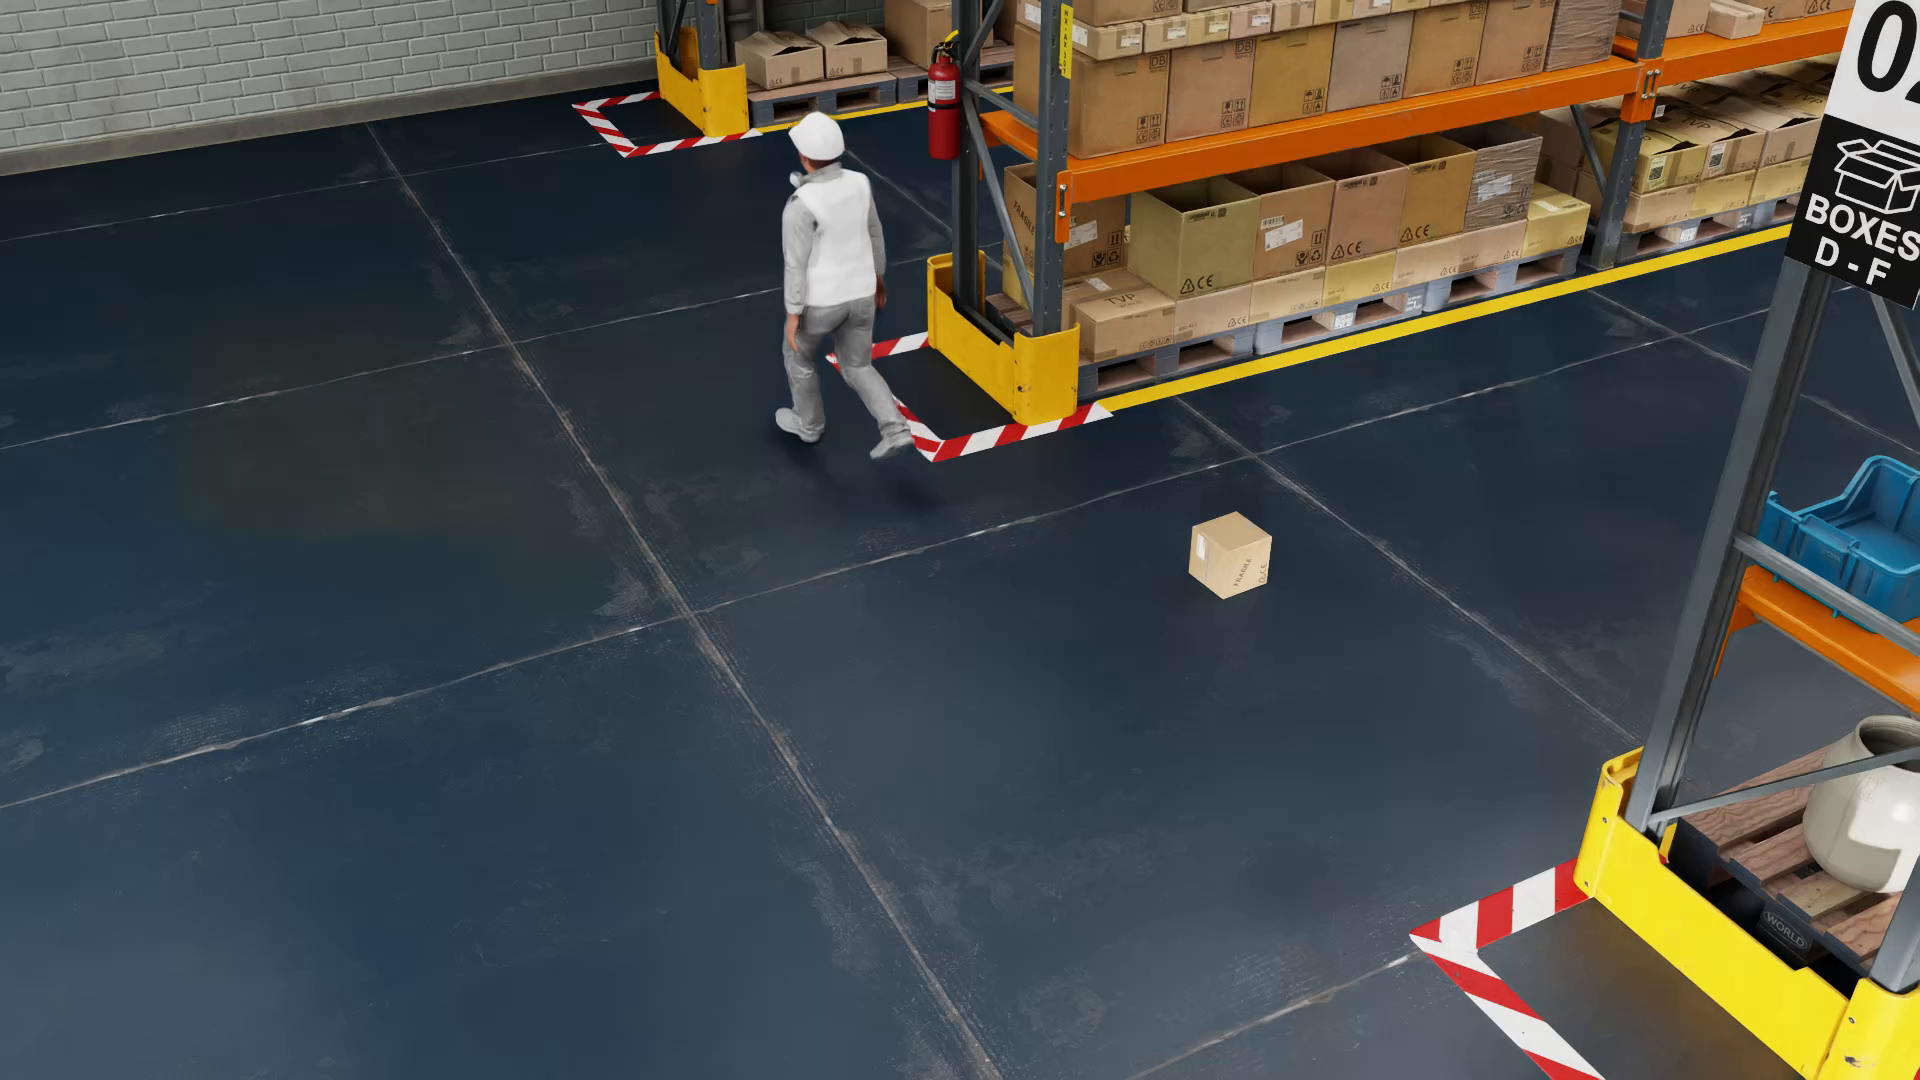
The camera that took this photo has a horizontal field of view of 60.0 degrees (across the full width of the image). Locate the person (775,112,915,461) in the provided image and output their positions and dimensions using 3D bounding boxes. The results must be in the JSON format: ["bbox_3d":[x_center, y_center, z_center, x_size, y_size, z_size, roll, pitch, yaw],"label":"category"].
[{"bbox_3d":[-0.568,-1.173,7.946,0.618,1.730,0.951,-26,41,-34],"label":"person"}]
